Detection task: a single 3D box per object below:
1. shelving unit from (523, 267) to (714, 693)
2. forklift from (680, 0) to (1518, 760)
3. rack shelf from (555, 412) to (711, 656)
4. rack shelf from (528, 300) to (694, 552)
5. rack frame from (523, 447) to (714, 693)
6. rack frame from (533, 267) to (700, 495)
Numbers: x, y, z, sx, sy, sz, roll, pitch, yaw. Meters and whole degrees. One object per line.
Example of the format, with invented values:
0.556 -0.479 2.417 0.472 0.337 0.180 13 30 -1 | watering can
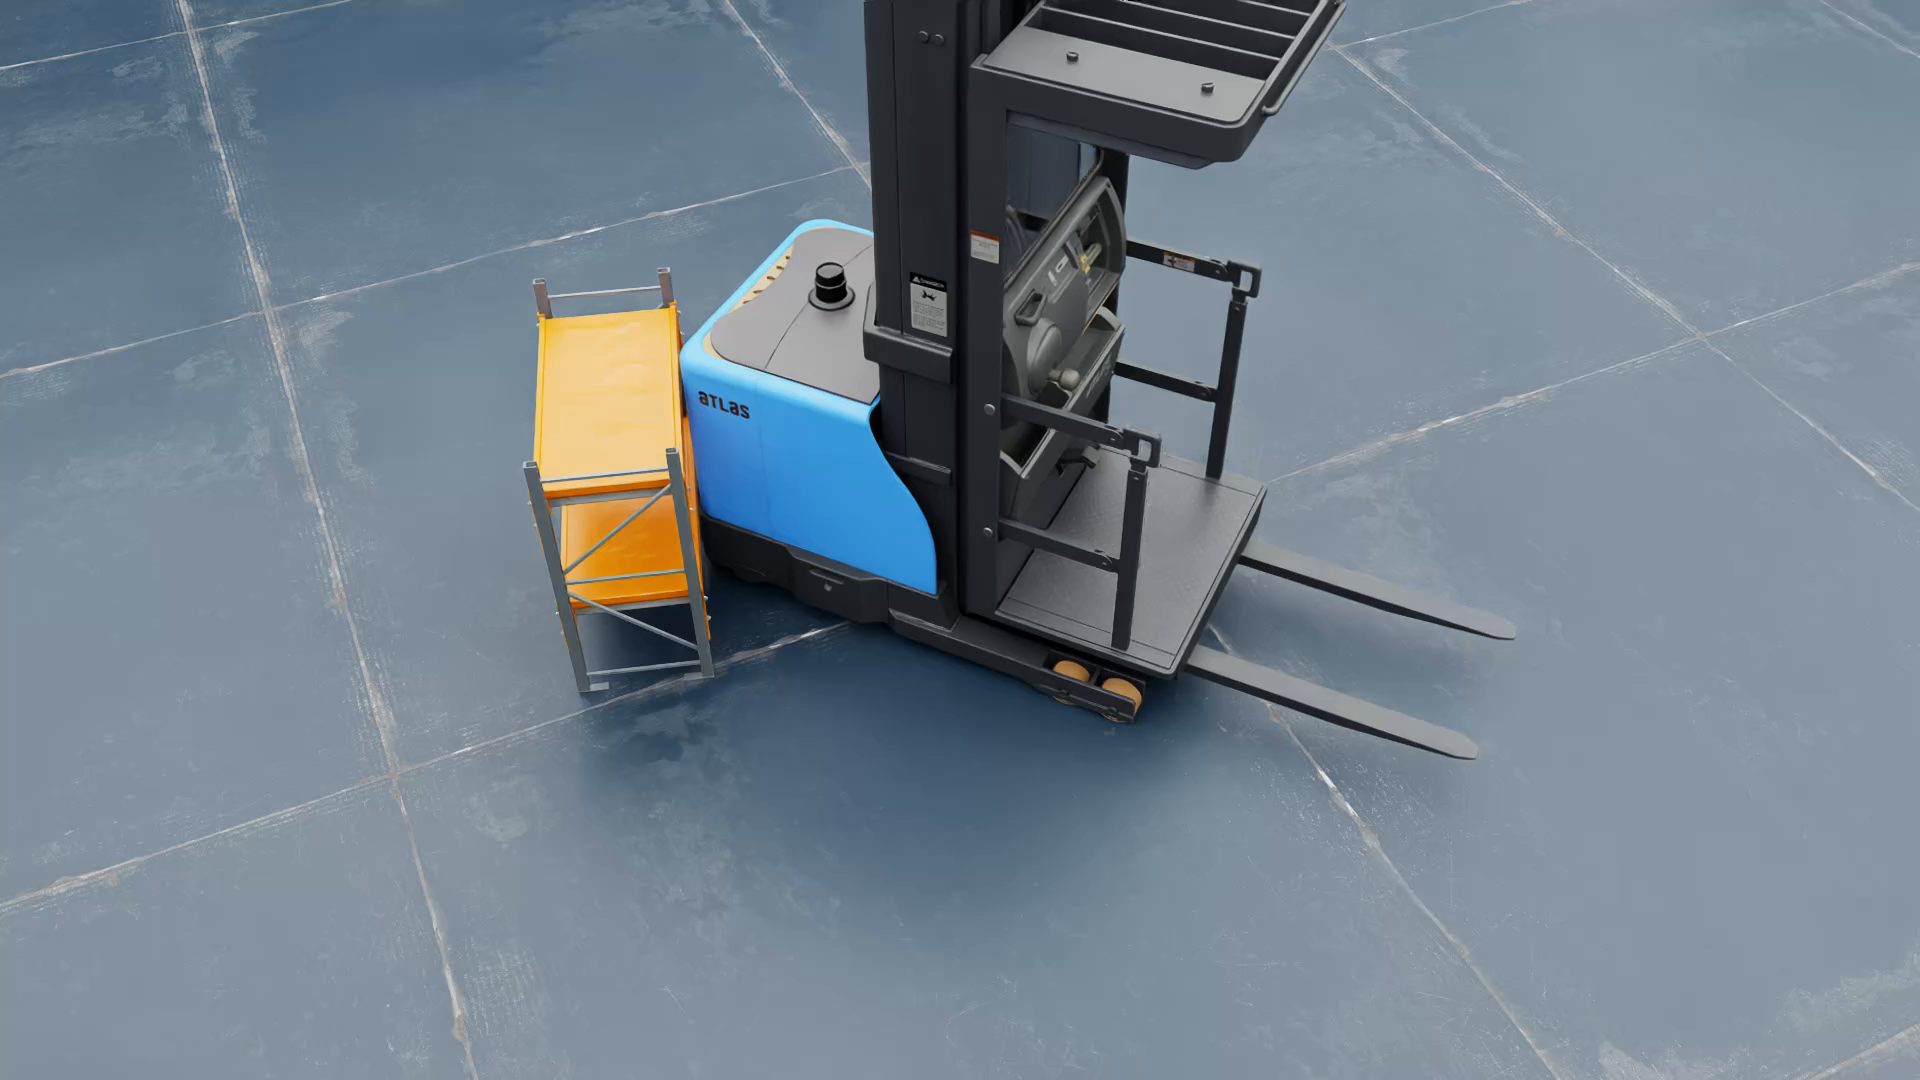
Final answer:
-1.246 -0.222 6.174 0.538 1.125 1.048 -6 45 -6 | shelving unit
0.538 -0.806 5.480 3.031 2.935 1.130 19 48 18 | forklift
-1.246 -0.048 6.346 0.538 0.278 1.000 -6 45 -6 | rack shelf
-1.246 -0.431 5.969 0.538 0.278 1.000 -6 45 -6 | rack shelf
-1.170 0.131 5.817 0.500 1.125 0.032 -6 45 -6 | rack frame
-1.323 -0.575 6.532 0.500 1.125 0.032 -6 45 -6 | rack frame
